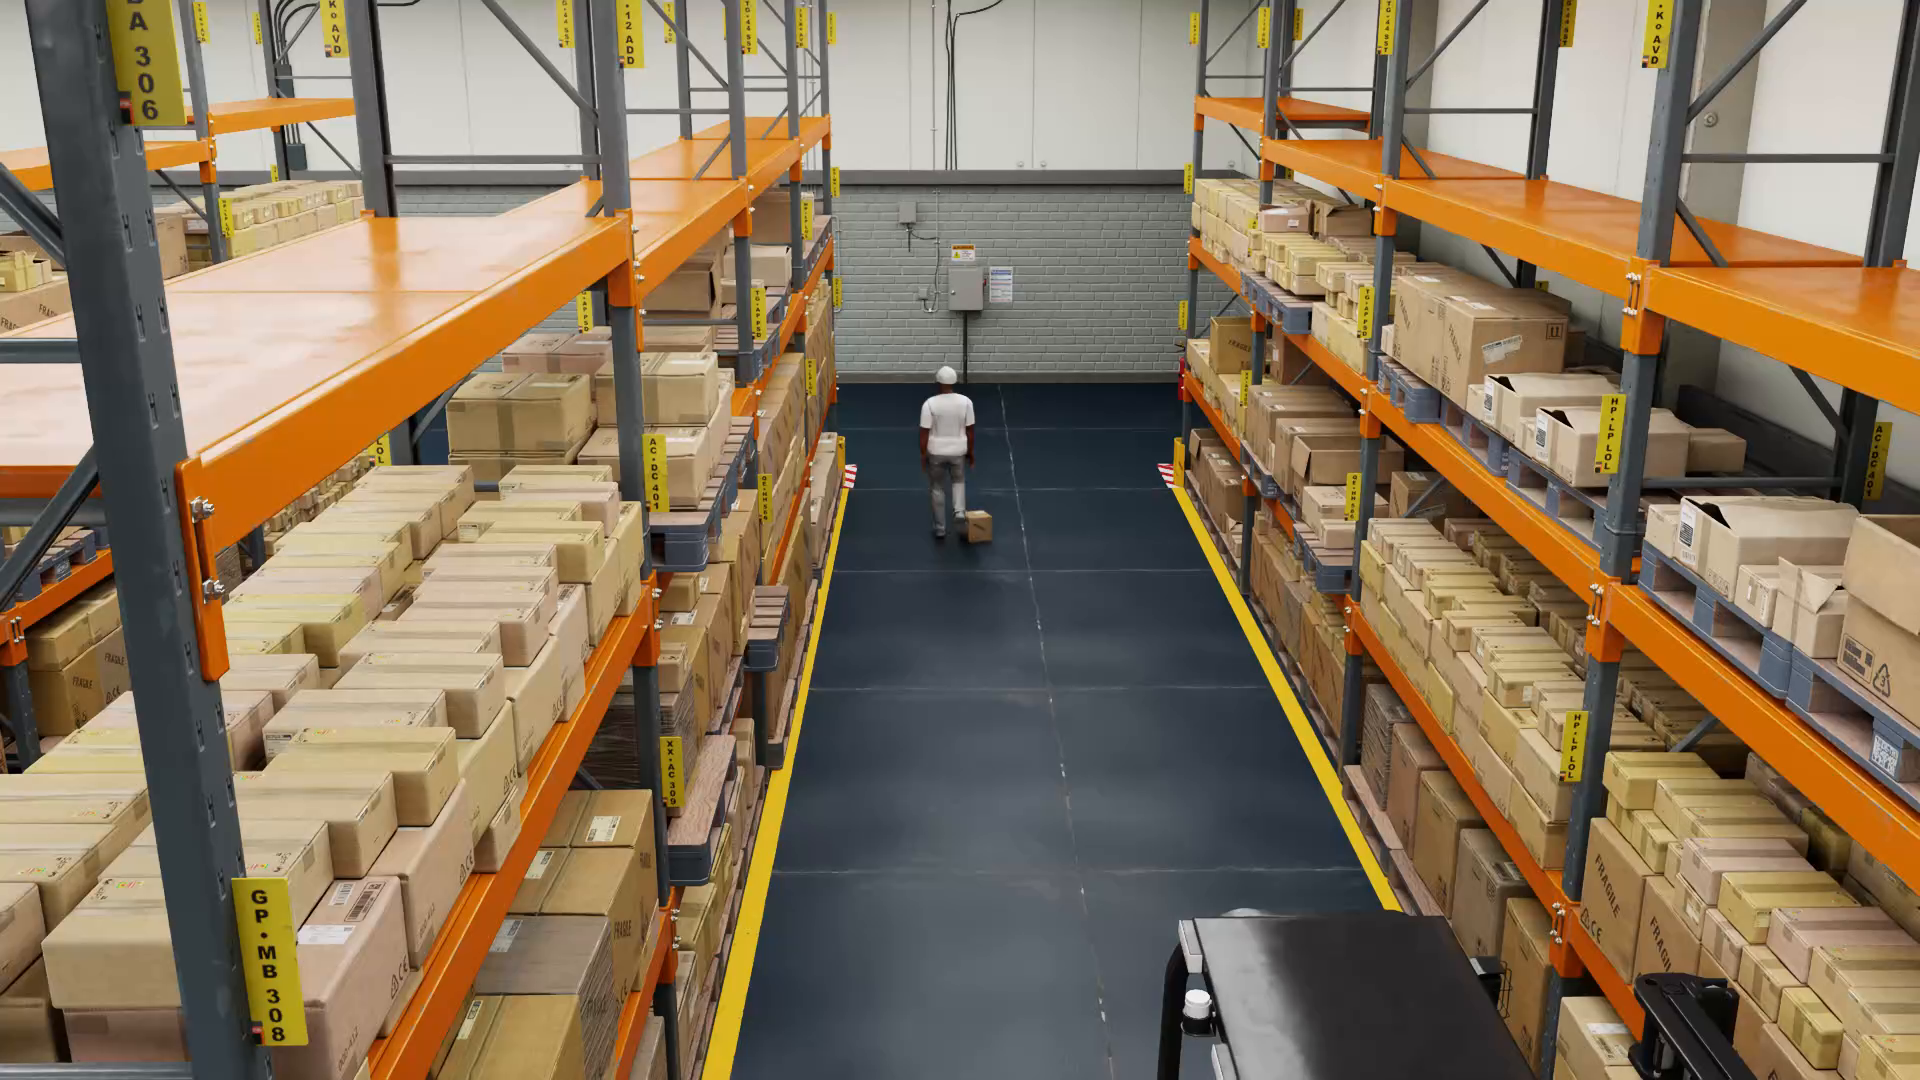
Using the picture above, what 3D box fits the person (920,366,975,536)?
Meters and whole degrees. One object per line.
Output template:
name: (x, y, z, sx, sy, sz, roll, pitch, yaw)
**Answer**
person: (-0.127, -0.885, 16.802, 0.571, 1.754, 0.563, -3, 17, -10)
